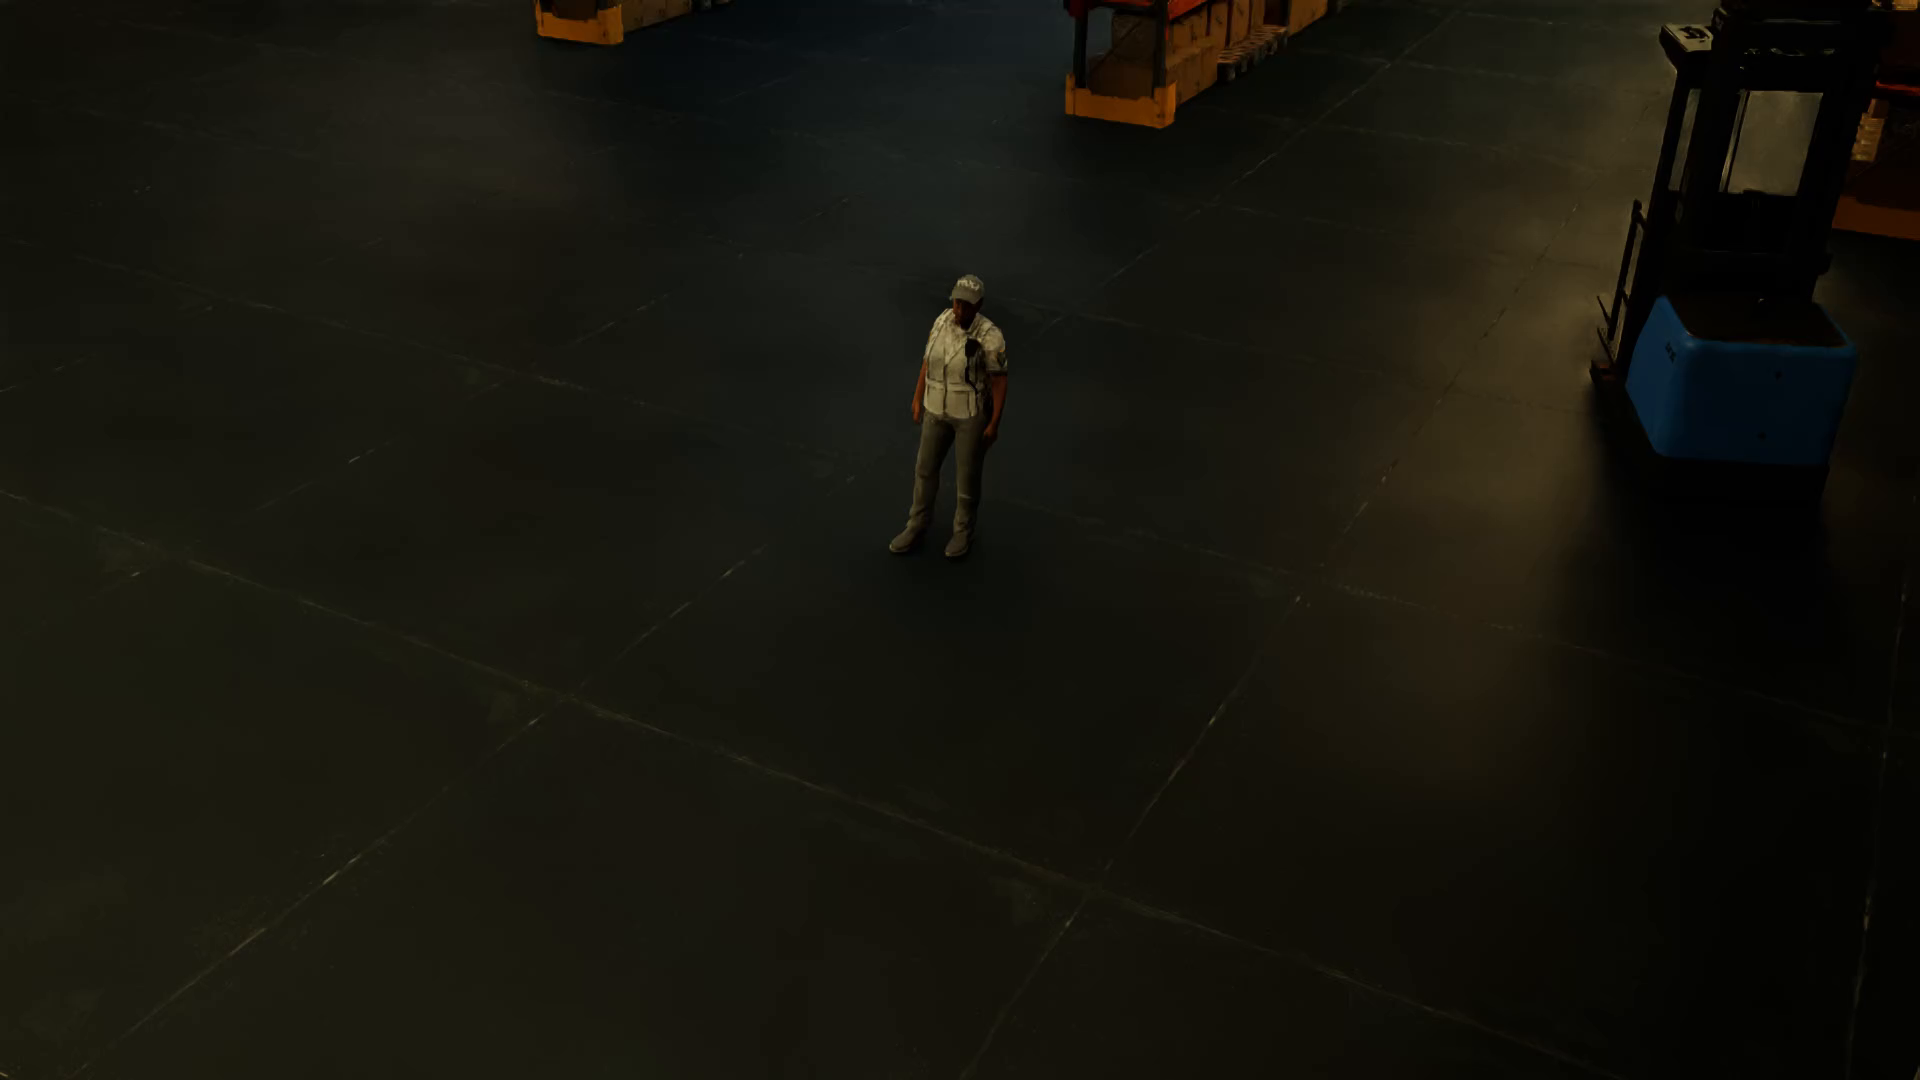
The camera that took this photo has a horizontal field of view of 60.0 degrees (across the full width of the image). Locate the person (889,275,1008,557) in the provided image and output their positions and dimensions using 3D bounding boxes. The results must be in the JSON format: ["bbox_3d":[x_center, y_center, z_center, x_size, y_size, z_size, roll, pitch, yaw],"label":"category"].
[{"bbox_3d":[-0.057,-0.700,9.534,0.598,1.669,0.529,15,33,25],"label":"person"}]

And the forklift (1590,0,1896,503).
[{"bbox_3d":[5.043,-2.216,10.910,1.130,2.935,3.031,4,30,8],"label":"forklift"}]
